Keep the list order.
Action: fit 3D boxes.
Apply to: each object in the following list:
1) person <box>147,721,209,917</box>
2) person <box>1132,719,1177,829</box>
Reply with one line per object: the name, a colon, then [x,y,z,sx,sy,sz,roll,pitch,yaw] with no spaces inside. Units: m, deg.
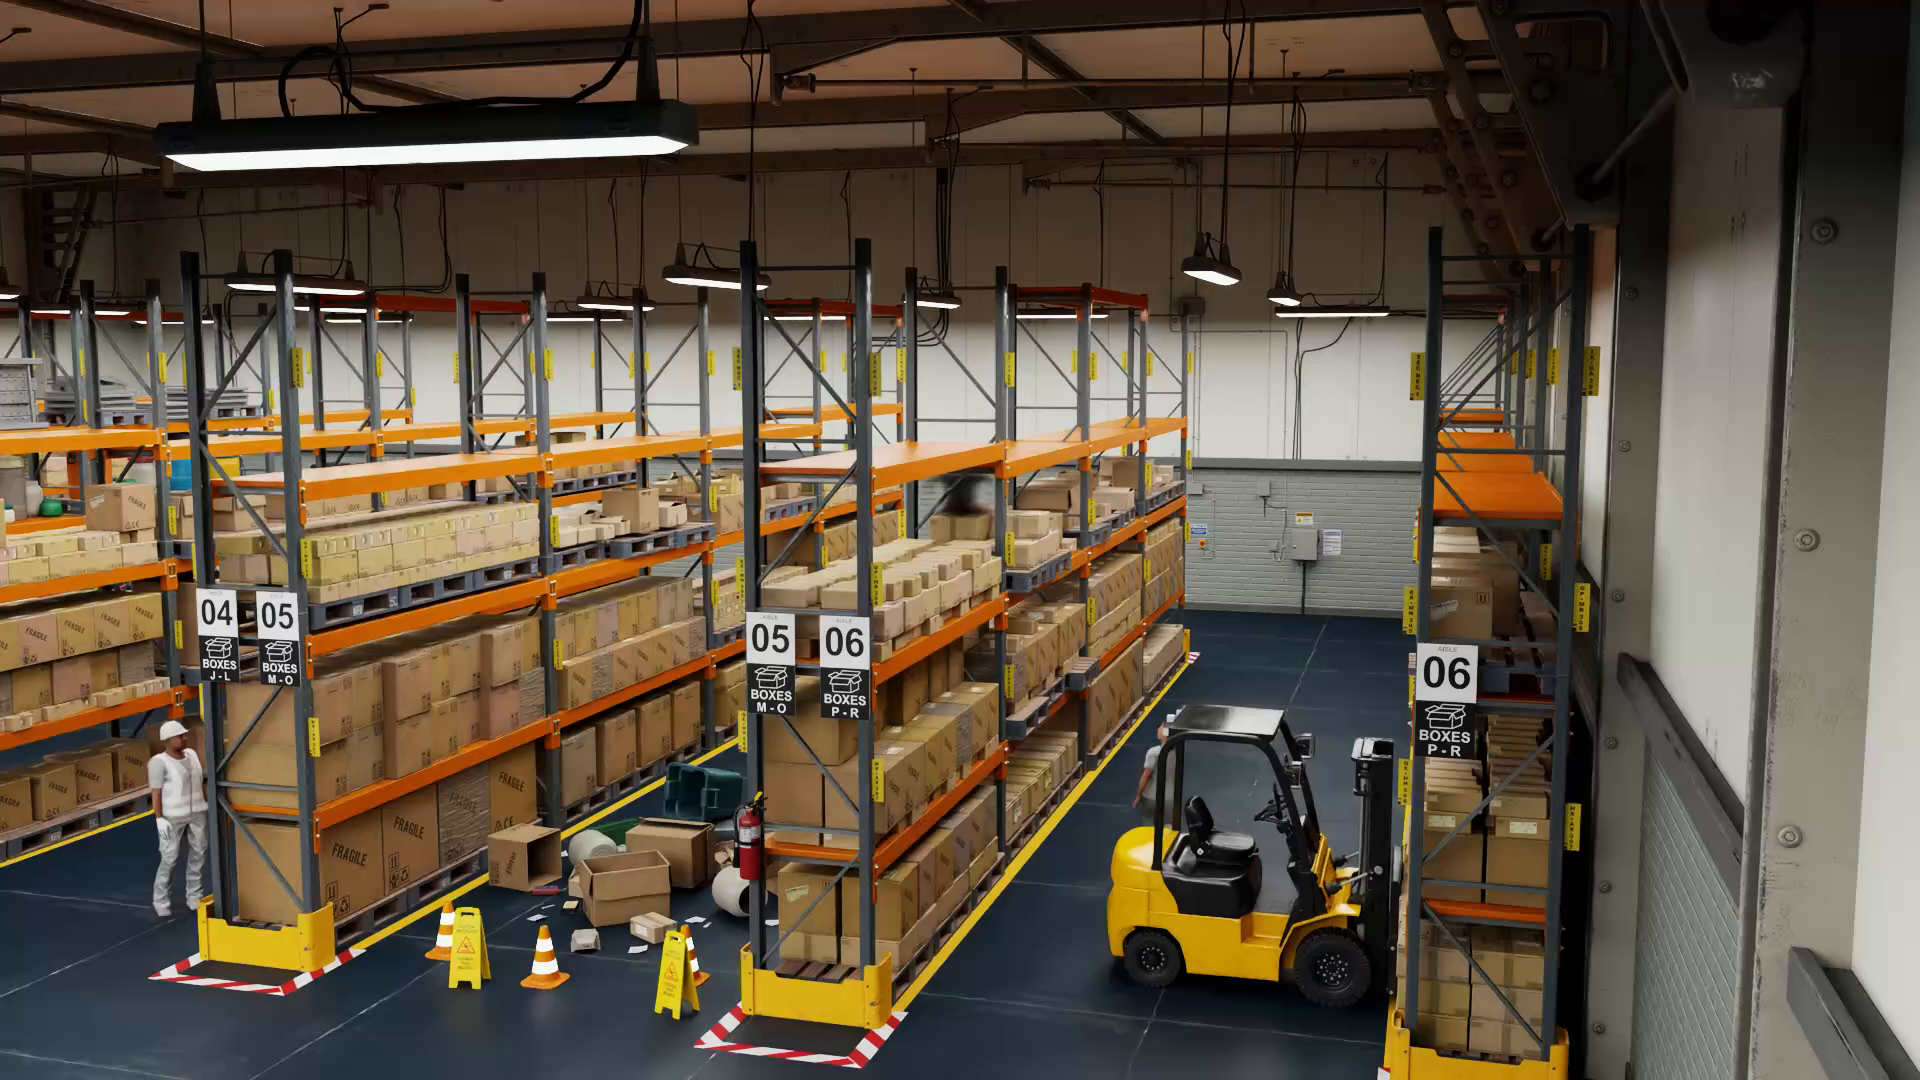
person: [-7.248,2.598,15.521,0.447,1.853,0.643,5,8,37]
person: [1.964,2.538,16.731,0.528,1.543,0.782,-1,6,-10]
